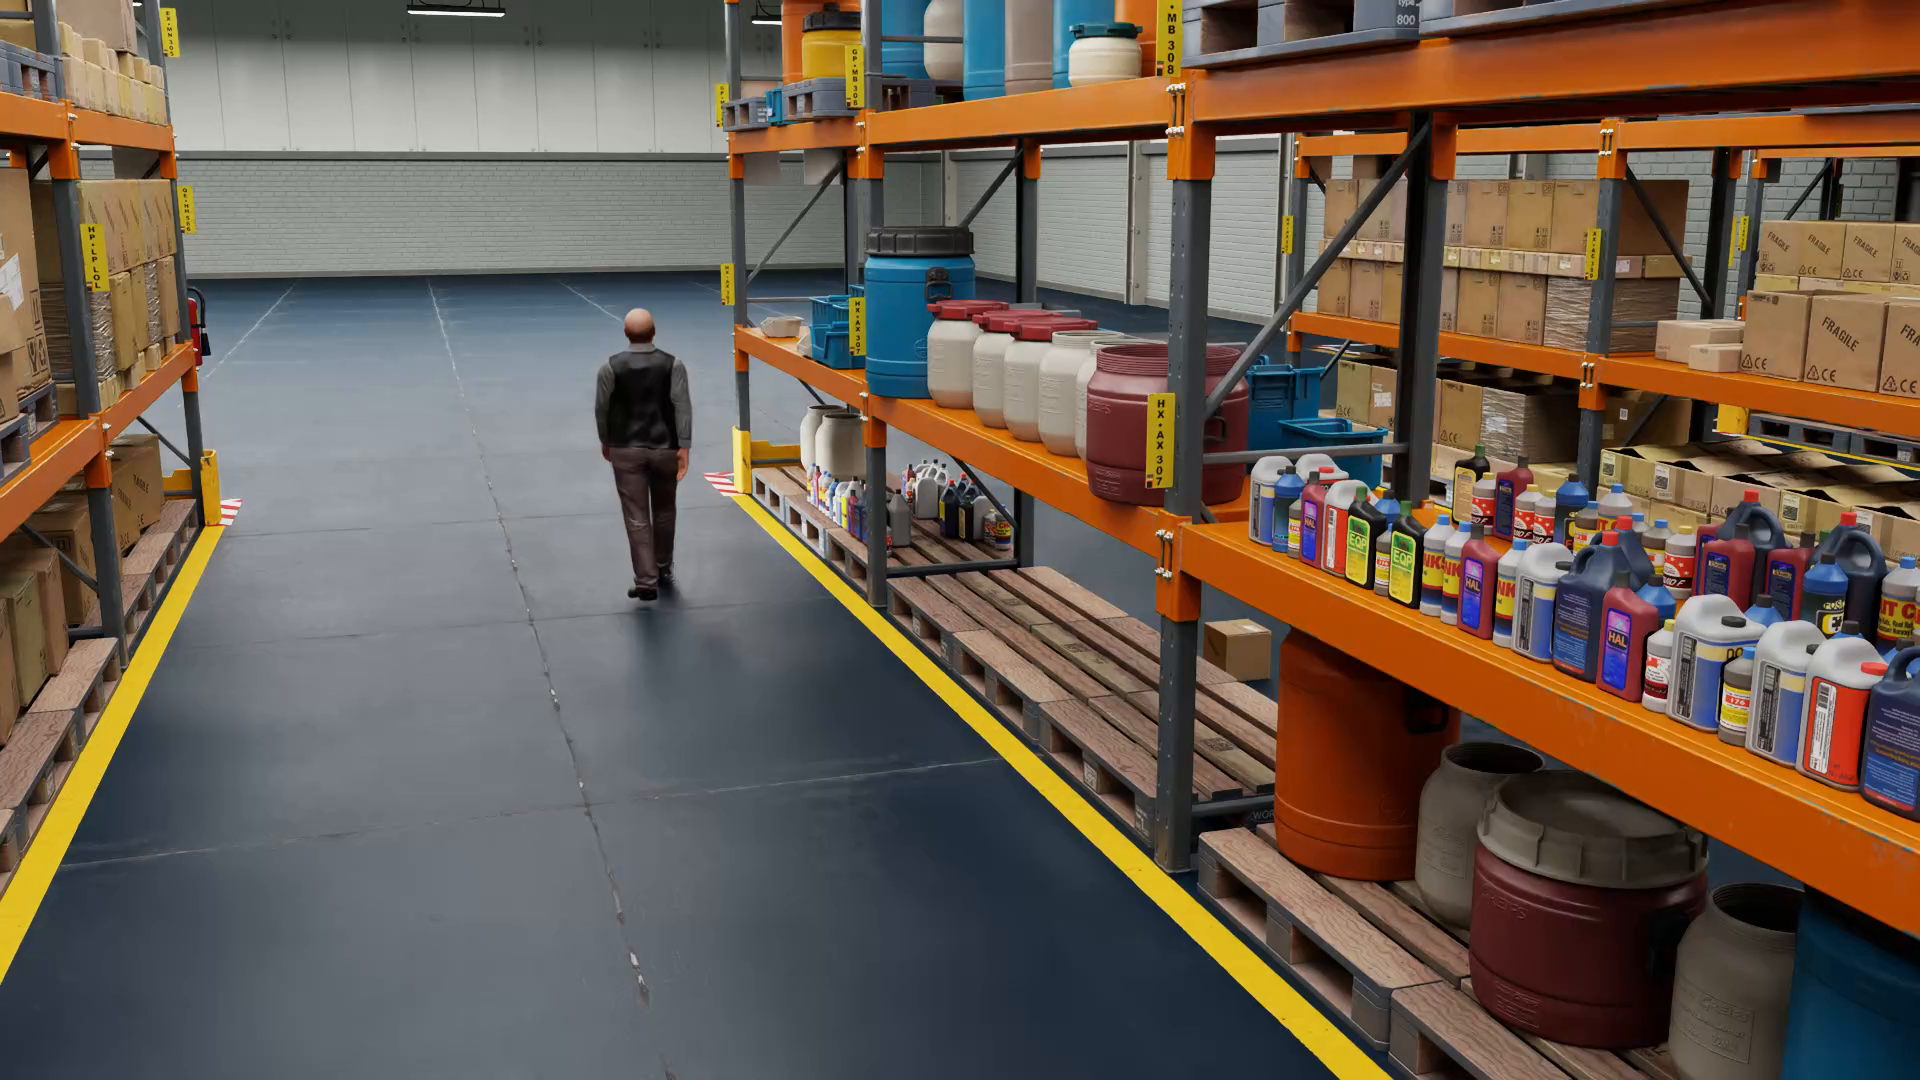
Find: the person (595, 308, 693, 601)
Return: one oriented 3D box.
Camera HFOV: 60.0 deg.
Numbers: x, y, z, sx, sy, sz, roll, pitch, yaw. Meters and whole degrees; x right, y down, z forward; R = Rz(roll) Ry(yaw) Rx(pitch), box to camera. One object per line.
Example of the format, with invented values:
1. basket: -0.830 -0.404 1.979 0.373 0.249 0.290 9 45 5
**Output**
1. person: -1.893 -0.529 9.904 0.539 1.703 0.924 -5 13 -21
